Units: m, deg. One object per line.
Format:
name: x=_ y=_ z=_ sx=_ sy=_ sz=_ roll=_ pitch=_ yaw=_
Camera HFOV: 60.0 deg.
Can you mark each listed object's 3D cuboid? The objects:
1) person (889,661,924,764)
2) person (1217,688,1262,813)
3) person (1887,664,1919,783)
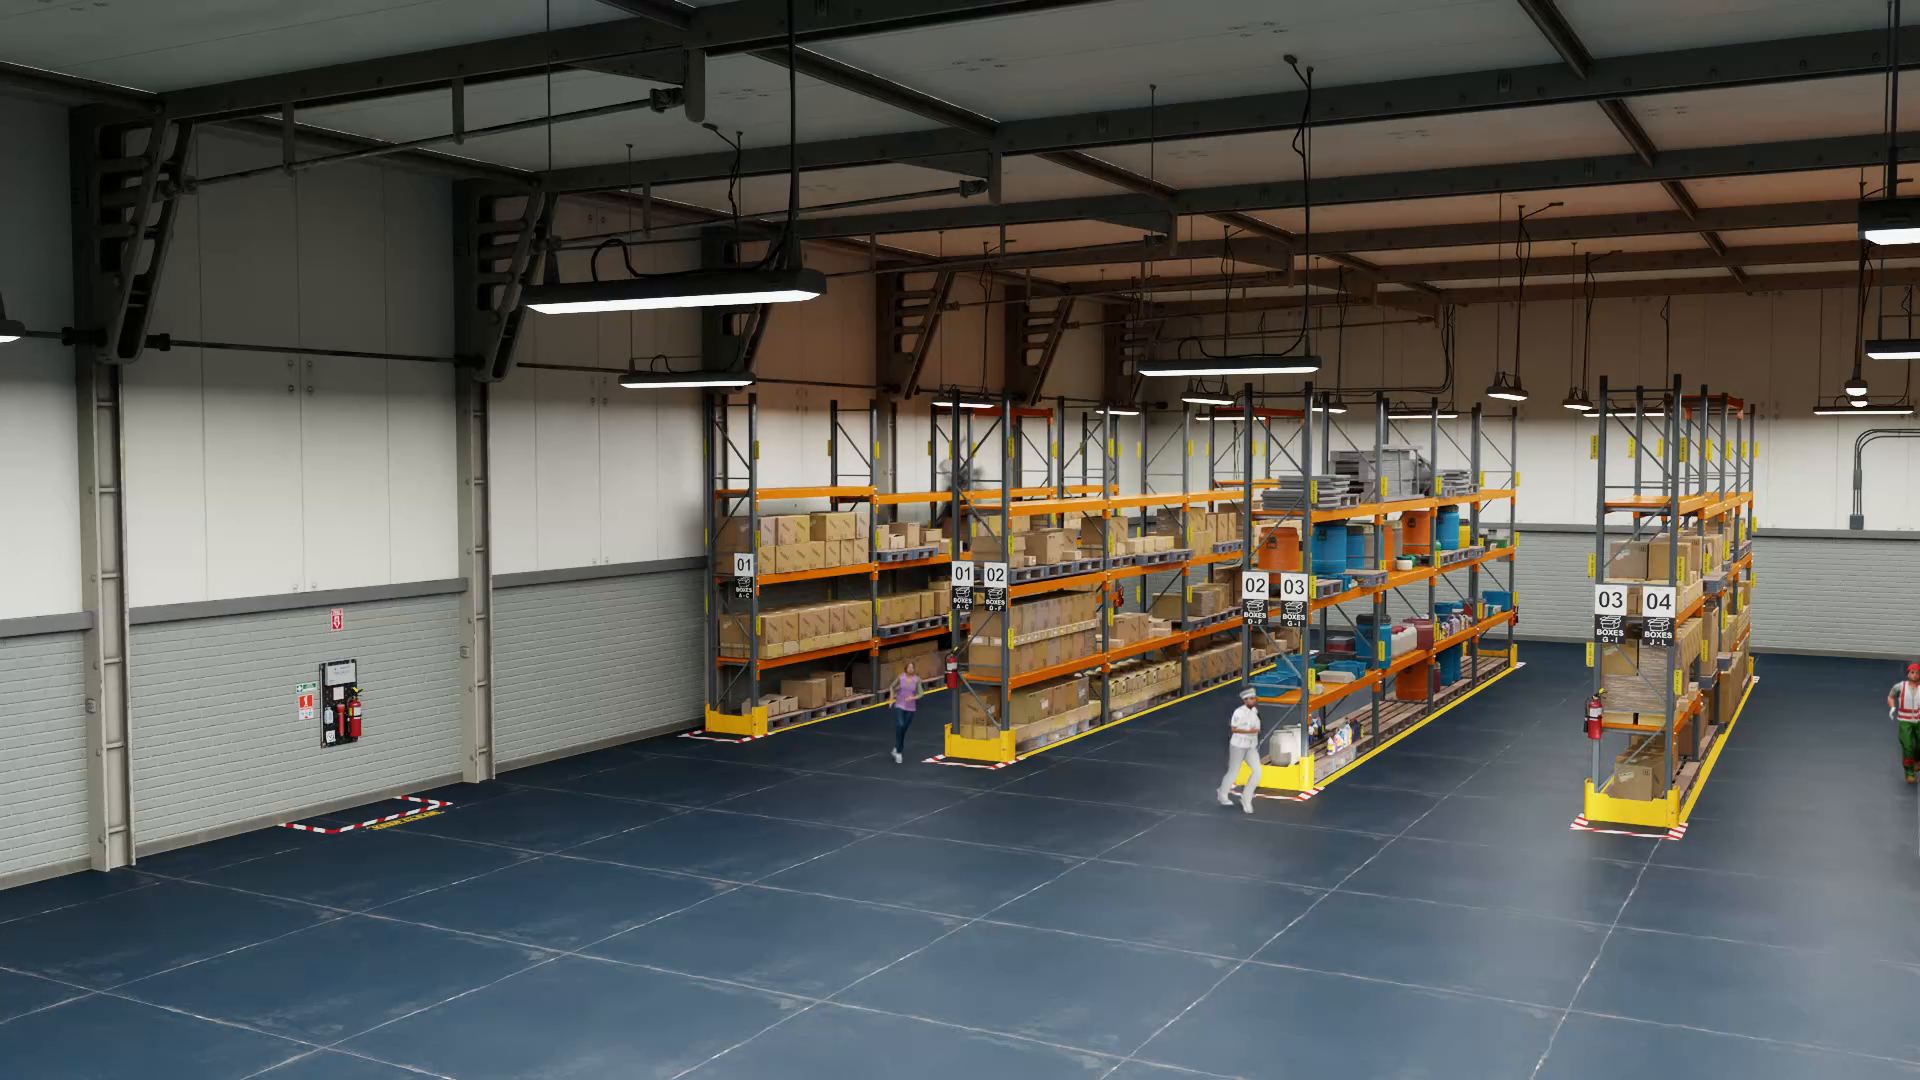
person: x=-0.860 y=2.750 z=26.854 sx=0.541 sy=1.585 sz=0.771 roll=0 pitch=3 yaw=-8
person: x=3.972 y=2.923 z=23.159 sx=0.579 sy=1.753 sz=0.722 roll=-2 pitch=4 yaw=-32
person: x=14.404 y=2.756 z=25.139 sx=0.669 sy=1.765 sz=0.928 roll=1 pitch=3 yaw=26
